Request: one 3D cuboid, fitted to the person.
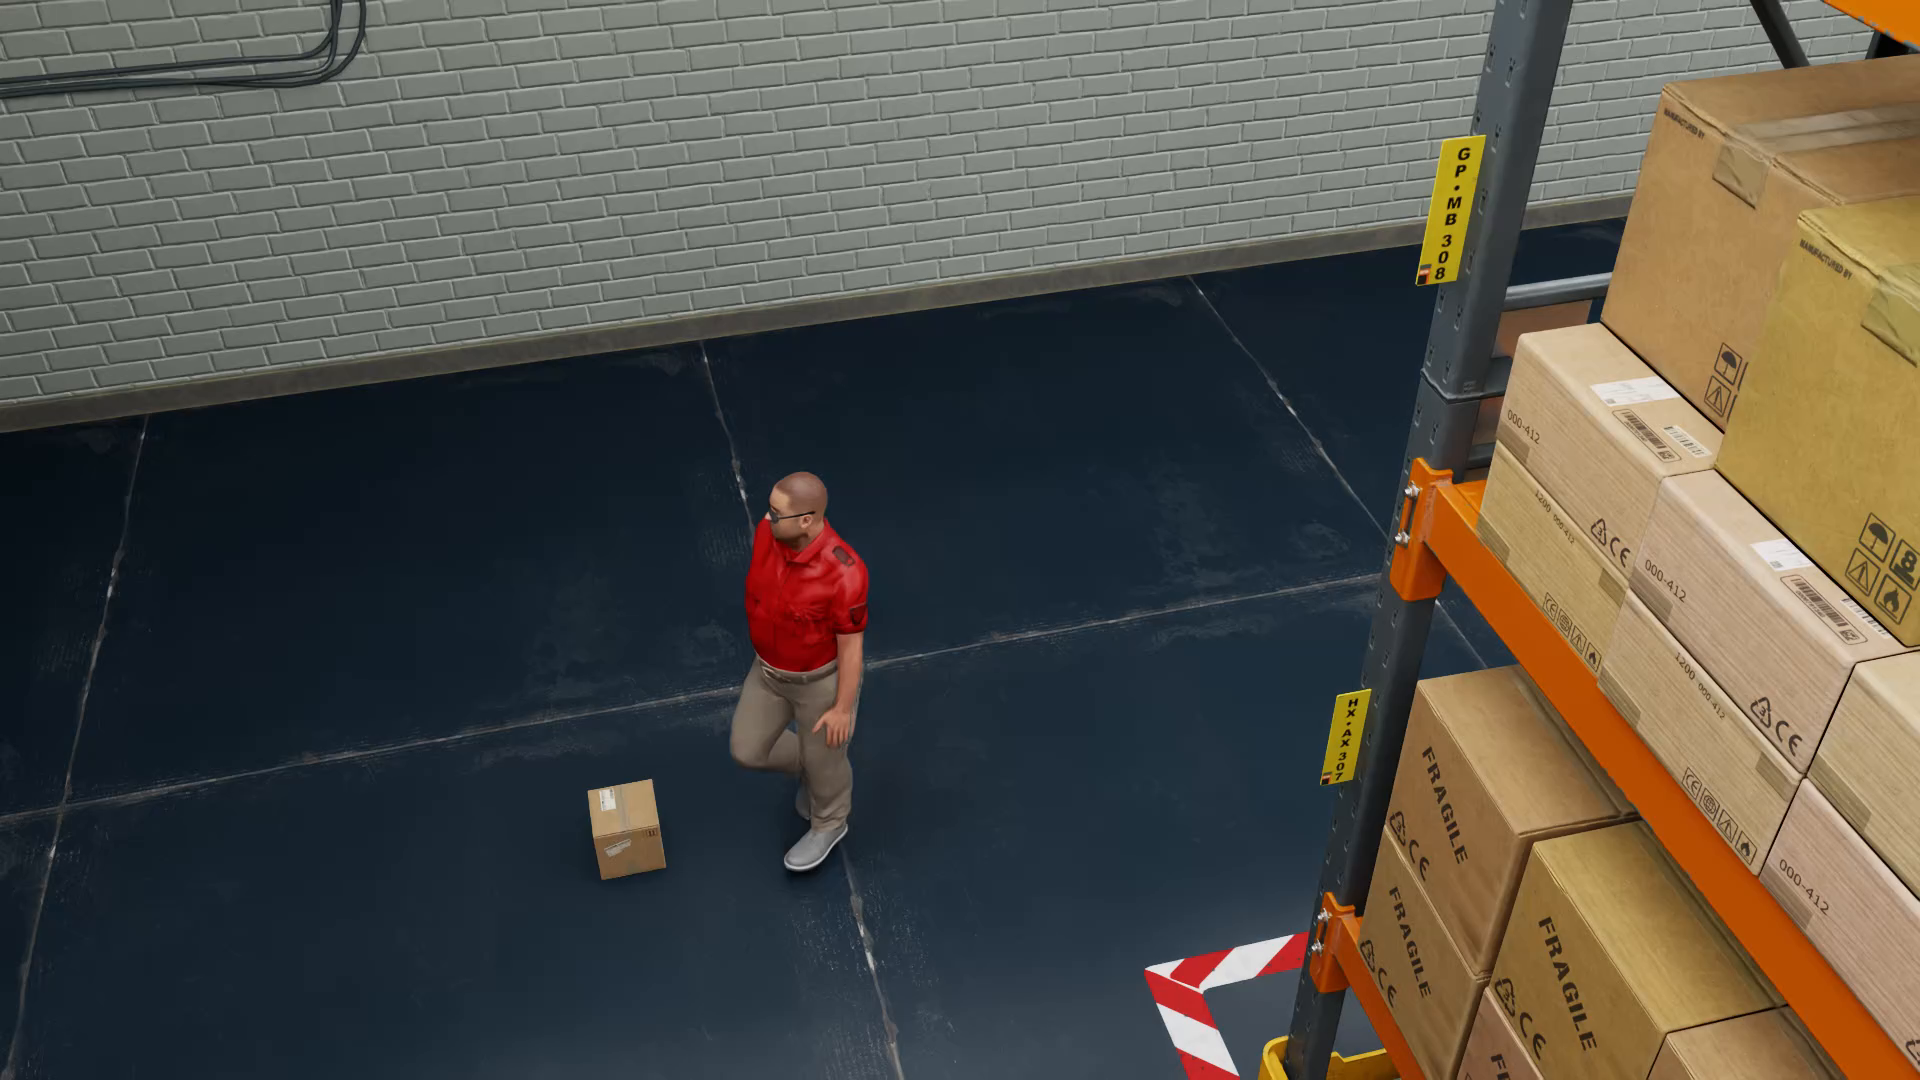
[{"bbox_3d":[-0.570,0.489,6.069,0.545,1.719,0.485,23,44,27],"label":"person"}]
